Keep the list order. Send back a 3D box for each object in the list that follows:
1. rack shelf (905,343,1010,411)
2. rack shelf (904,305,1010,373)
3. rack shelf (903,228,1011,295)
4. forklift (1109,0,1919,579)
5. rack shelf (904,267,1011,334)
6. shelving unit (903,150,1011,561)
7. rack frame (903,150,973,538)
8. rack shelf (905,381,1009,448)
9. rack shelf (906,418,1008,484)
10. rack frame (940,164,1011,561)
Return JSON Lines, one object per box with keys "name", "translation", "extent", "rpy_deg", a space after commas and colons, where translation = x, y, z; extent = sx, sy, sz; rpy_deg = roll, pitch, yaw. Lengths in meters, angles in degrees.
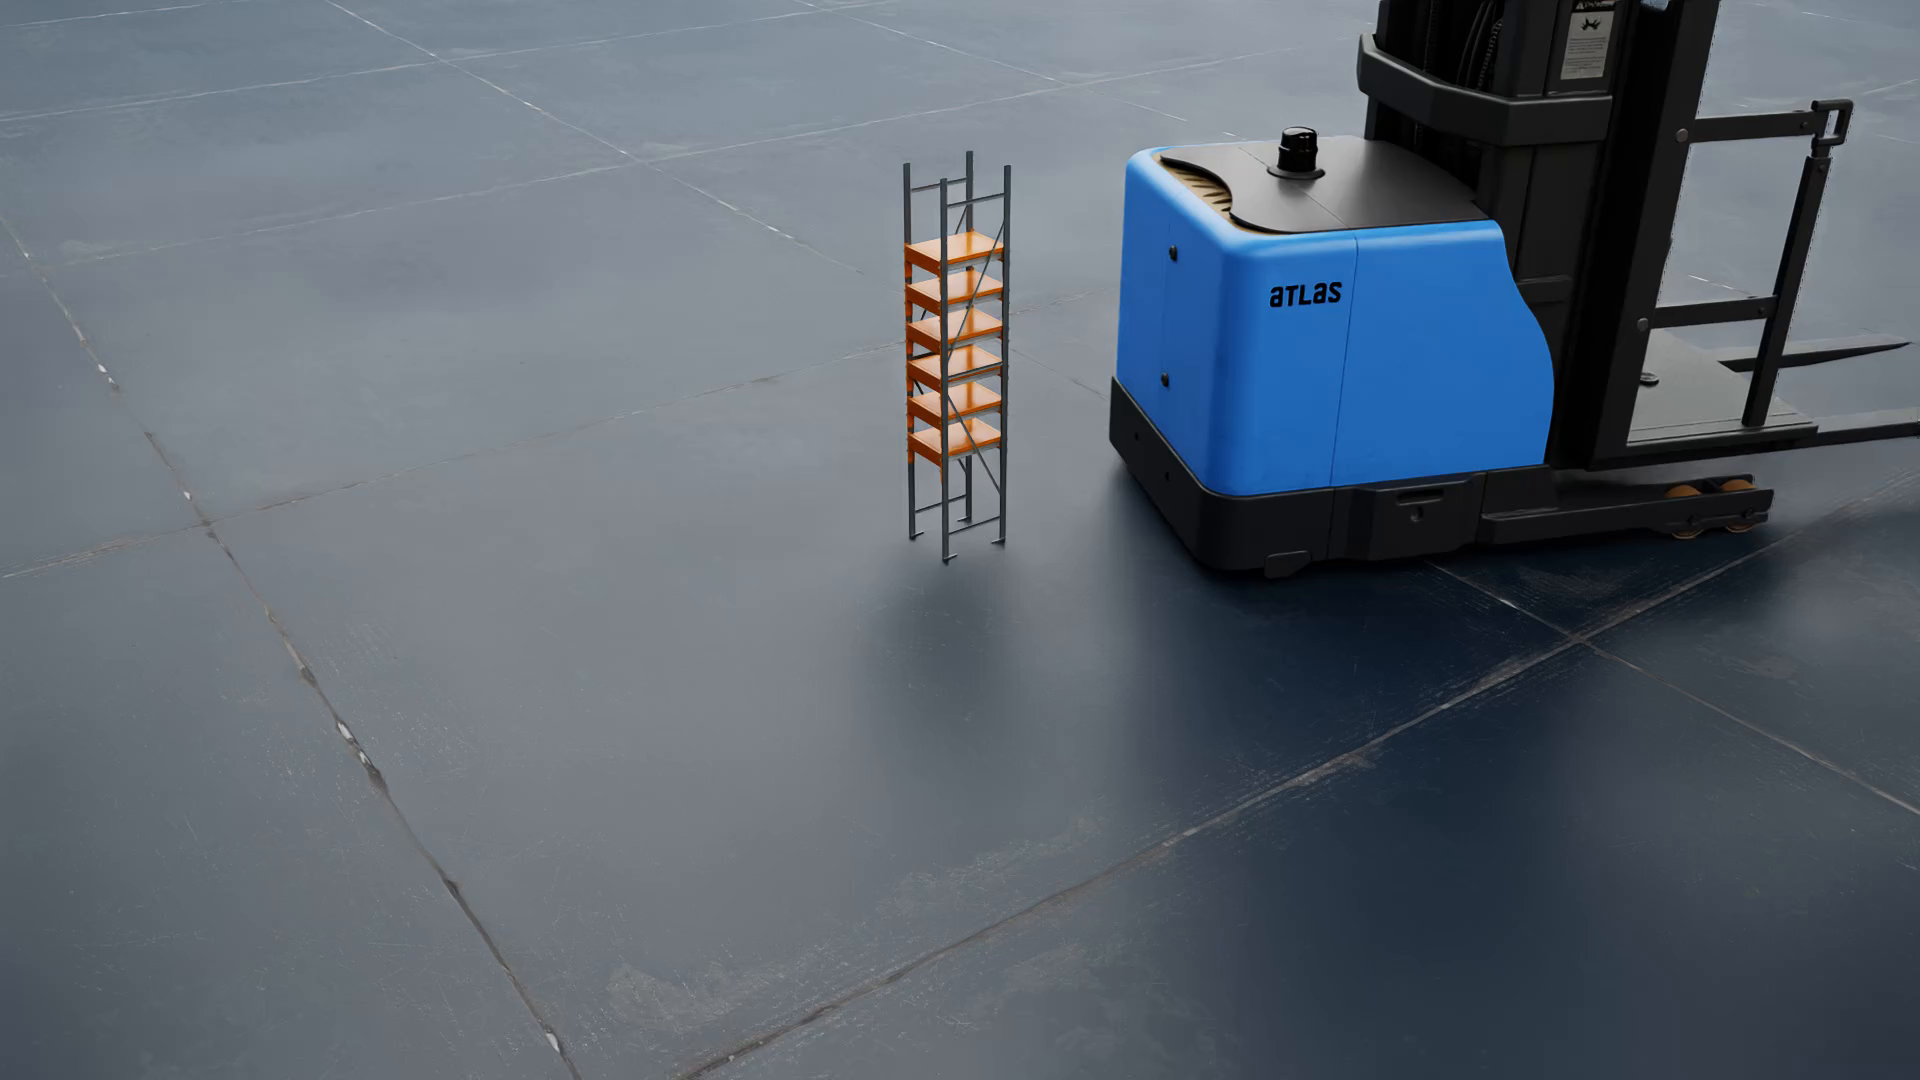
{"name": "rack shelf", "translation": [-0.008, -0.494, 4.995], "extent": [0.258, 0.103, 0.180], "rpy_deg": [-19, 34, -31]}
{"name": "rack shelf", "translation": [-0.008, -0.599, 4.938], "extent": [0.258, 0.103, 0.180], "rpy_deg": [-19, 34, -31]}
{"name": "rack shelf", "translation": [-0.008, -0.810, 4.823], "extent": [0.258, 0.103, 0.180], "rpy_deg": [-19, 34, -31]}
{"name": "forklift", "translation": [2.087, -1.530, 4.995], "extent": [3.031, 2.935, 1.130], "rpy_deg": [-6, 29, -11]}
{"name": "rack shelf", "translation": [-0.008, -0.705, 4.881], "extent": [0.258, 0.103, 0.180], "rpy_deg": [-19, 34, -31]}
{"name": "shelving unit", "translation": [-0.008, -0.533, 4.974], "extent": [0.258, 1.200, 0.189], "rpy_deg": [-19, 34, -31]}
{"name": "rack frame", "translation": [-0.061, -0.568, 5.040], "extent": [0.240, 1.200, 0.006], "rpy_deg": [-19, 34, -31]}
{"name": "rack shelf", "translation": [-0.008, -0.388, 5.052], "extent": [0.258, 0.103, 0.180], "rpy_deg": [-19, 34, -31]}
{"name": "rack shelf", "translation": [-0.008, -0.283, 5.110], "extent": [0.258, 0.103, 0.180], "rpy_deg": [-19, 34, -31]}
{"name": "rack frame", "translation": [0.045, -0.497, 4.909], "extent": [0.240, 1.200, 0.006], "rpy_deg": [-19, 34, -31]}
